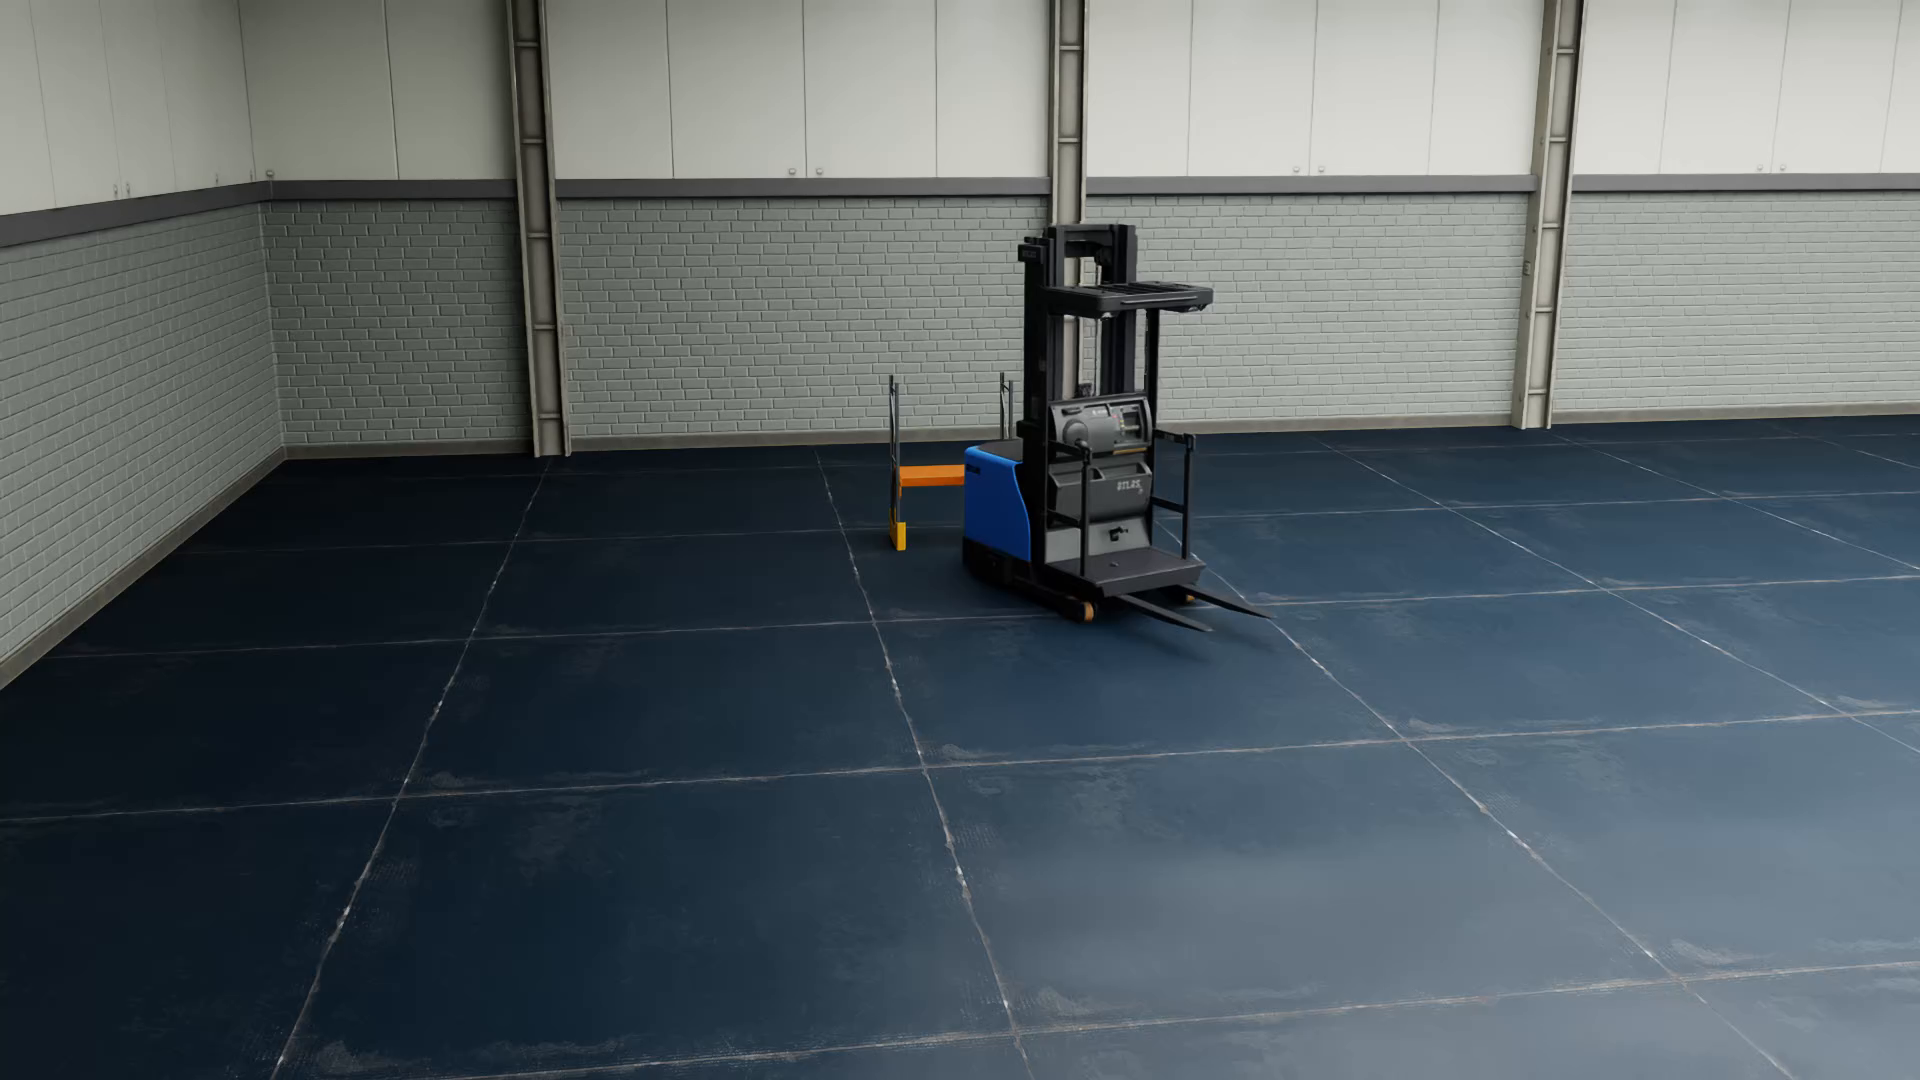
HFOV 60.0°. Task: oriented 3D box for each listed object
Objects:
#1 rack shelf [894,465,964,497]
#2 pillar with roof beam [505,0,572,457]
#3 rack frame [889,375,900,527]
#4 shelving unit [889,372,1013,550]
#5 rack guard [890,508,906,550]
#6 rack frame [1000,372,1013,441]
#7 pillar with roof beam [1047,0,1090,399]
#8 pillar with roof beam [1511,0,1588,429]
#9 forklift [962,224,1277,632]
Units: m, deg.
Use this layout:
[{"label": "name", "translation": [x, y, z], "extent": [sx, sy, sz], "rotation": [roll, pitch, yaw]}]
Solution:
[{"label": "rack shelf", "translation": [-0.084, -0.550, 15.071], "extent": [1.000, 0.185, 0.538], "rotation": [-2, 14, -8]}, {"label": "pillar with roof beam", "translation": [-4.052, -4.322, 13.954], "extent": [0.400, 9.000, 9.100], "rotation": [-2, 14, -8]}, {"label": "rack frame", "translation": [-0.587, -0.706, 14.954], "extent": [0.032, 1.500, 0.500], "rotation": [-2, 14, -8]}, {"label": "shelving unit", "translation": [-0.075, -0.725, 15.028], "extent": [1.083, 1.500, 0.587], "rotation": [-2, 14, -8]}, {"label": "rack guard", "translation": [-0.568, -0.100, 15.108], "extent": [0.087, 0.250, 0.587], "rotation": [-2, 14, -8]}, {"label": "rack frame", "translation": [0.418, -0.743, 15.101], "extent": [0.032, 1.500, 0.500], "rotation": [-2, 14, -8]}, {"label": "pillar with roof beam", "translation": [1.881, -4.539, 14.821], "extent": [0.400, 9.000, 9.100], "rotation": [-2, 14, -8]}, {"label": "pillar with roof beam", "translation": [7.814, -4.756, 15.688], "extent": [0.400, 9.000, 9.100], "rotation": [-2, 14, -8]}, {"label": "forklift", "translation": [1.224, -0.918, 12.857], "extent": [1.130, 2.935, 3.031], "rotation": [-9, 16, -31]}]
